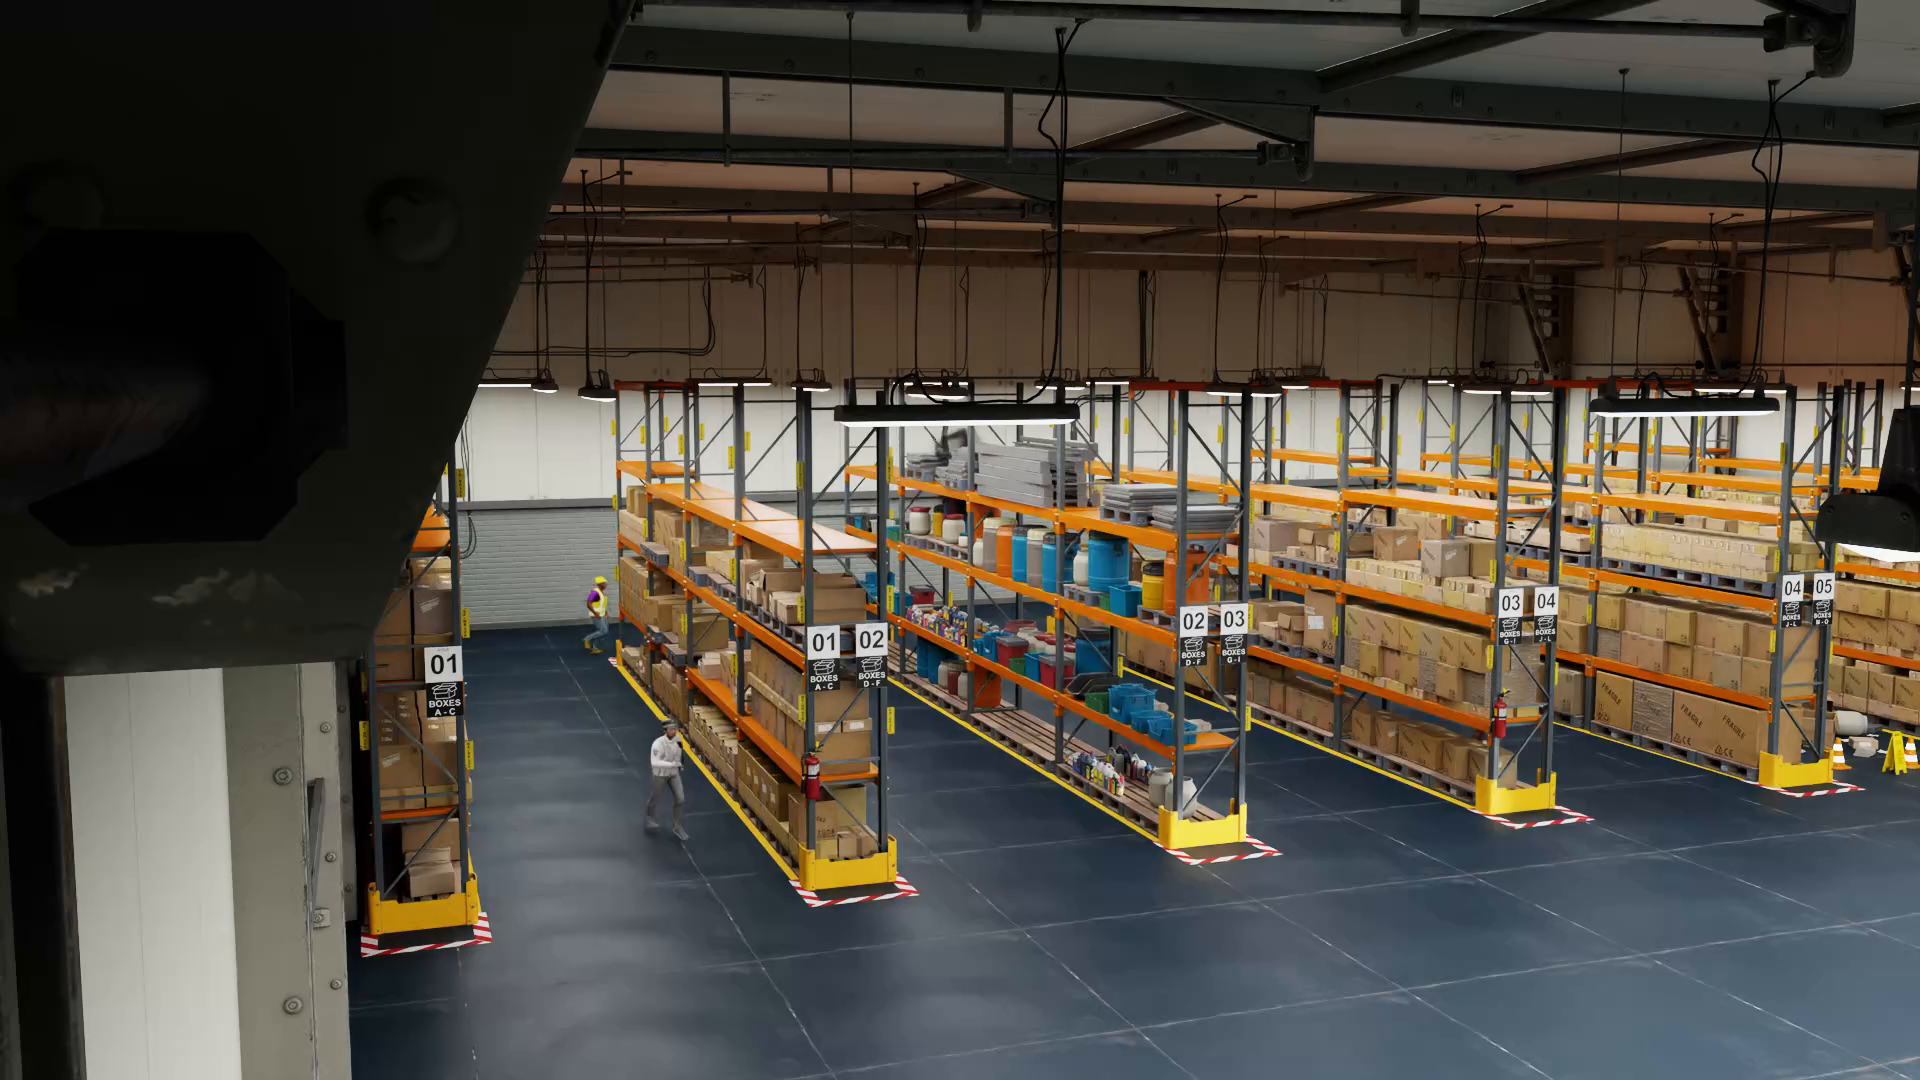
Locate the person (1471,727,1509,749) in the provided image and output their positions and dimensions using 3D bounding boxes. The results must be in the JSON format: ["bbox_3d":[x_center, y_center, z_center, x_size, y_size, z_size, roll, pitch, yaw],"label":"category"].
[{"bbox_3d":[8.817,2.668,27.365,0.736,1.602,0.632,2,6,15],"label":"person"}]

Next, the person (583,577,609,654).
[{"bbox_3d":[-7.969,1.643,36.467,0.563,1.681,0.692,0,6,5],"label":"person"}]

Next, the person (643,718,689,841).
[{"bbox_3d":[-3.950,3.162,22.285,0.600,1.664,0.944,-5,8,-39],"label":"person"}]
